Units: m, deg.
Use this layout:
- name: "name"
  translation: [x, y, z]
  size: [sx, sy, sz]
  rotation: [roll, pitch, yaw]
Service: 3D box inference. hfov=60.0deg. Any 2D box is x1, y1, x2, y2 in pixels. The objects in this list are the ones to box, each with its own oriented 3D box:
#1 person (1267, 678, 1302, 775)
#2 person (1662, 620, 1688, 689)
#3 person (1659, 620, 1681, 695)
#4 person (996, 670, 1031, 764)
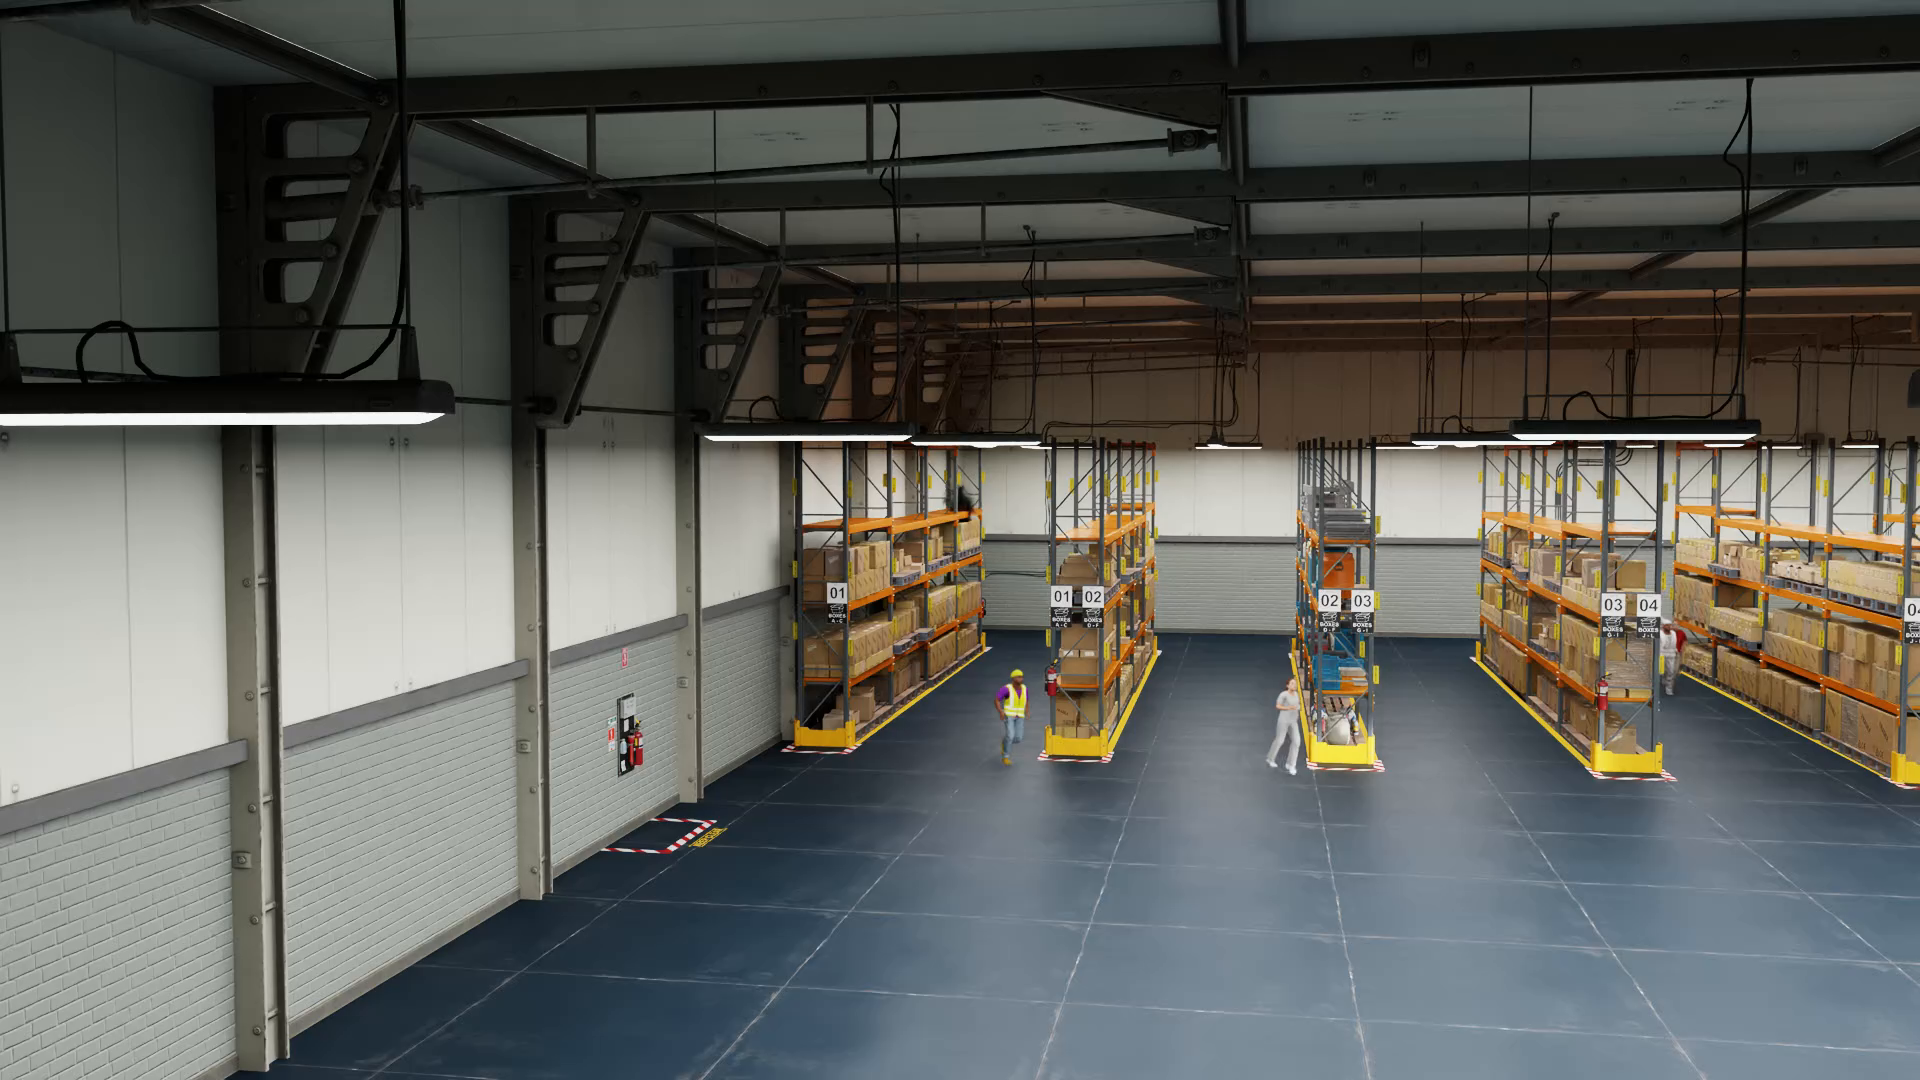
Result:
- name: "person"
  translation: [5.897, 3.306, 29.812]
  size: [0.573, 1.705, 0.823]
  rotation: [-1, 3, -25]
- name: "person"
  translation: [17.144, 2.763, 39.925]
  size: [0.663, 1.683, 0.633]
  rotation: [0, 3, 6]
- name: "person"
  translation: [16.680, 2.765, 39.280]
  size: [0.688, 1.750, 0.759]
  rotation: [0, 3, -2]
- name: "person"
  translation: [1.014, 3.255, 30.715]
  size: [0.746, 1.707, 0.550]
  rotation: [-2, 3, -29]
